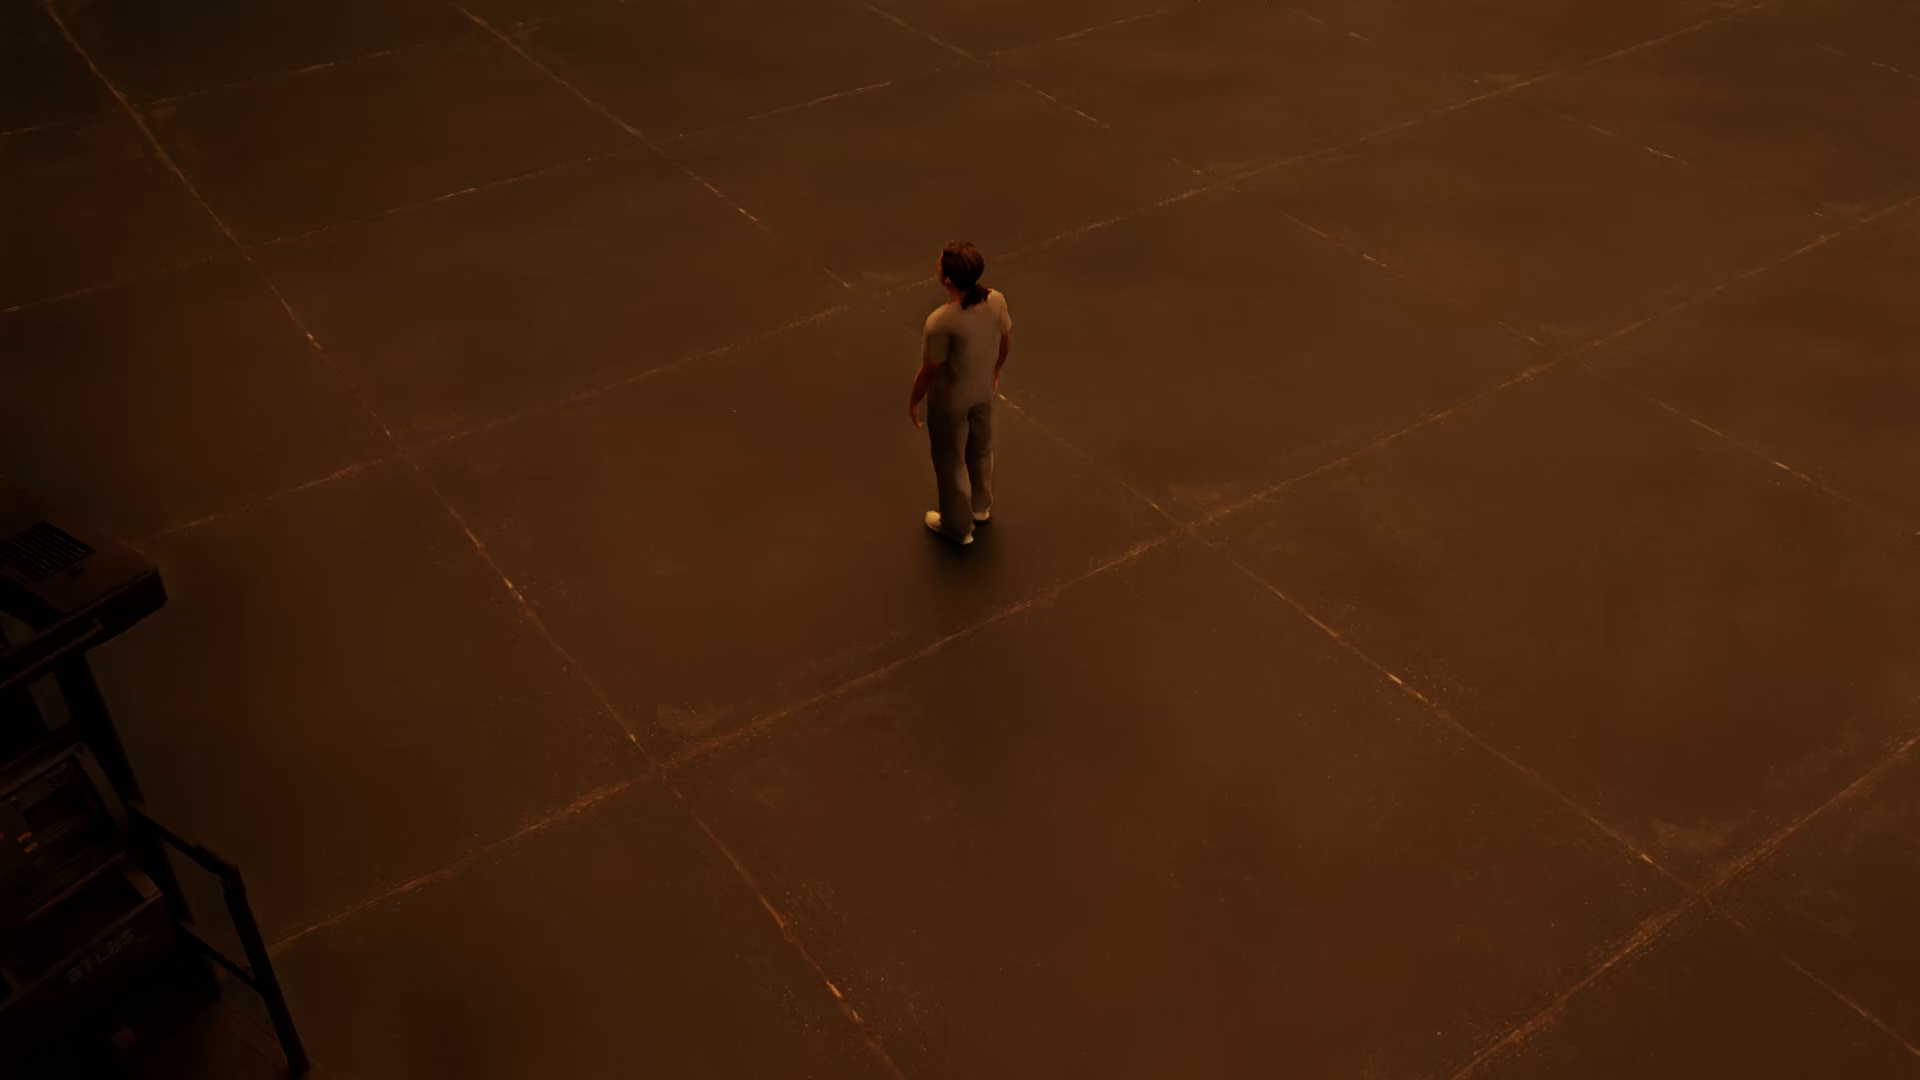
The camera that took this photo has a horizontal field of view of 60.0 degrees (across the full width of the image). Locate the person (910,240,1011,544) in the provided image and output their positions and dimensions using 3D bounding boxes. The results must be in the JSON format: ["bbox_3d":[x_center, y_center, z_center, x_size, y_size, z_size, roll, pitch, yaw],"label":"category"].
[{"bbox_3d":[-0.032,-0.720,7.962,0.550,1.674,0.548,-23,42,-28],"label":"person"}]

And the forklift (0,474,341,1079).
[{"bbox_3d":[-2.665,0.998,4.595,3.031,2.935,1.130,22,42,27],"label":"forklift"}]
